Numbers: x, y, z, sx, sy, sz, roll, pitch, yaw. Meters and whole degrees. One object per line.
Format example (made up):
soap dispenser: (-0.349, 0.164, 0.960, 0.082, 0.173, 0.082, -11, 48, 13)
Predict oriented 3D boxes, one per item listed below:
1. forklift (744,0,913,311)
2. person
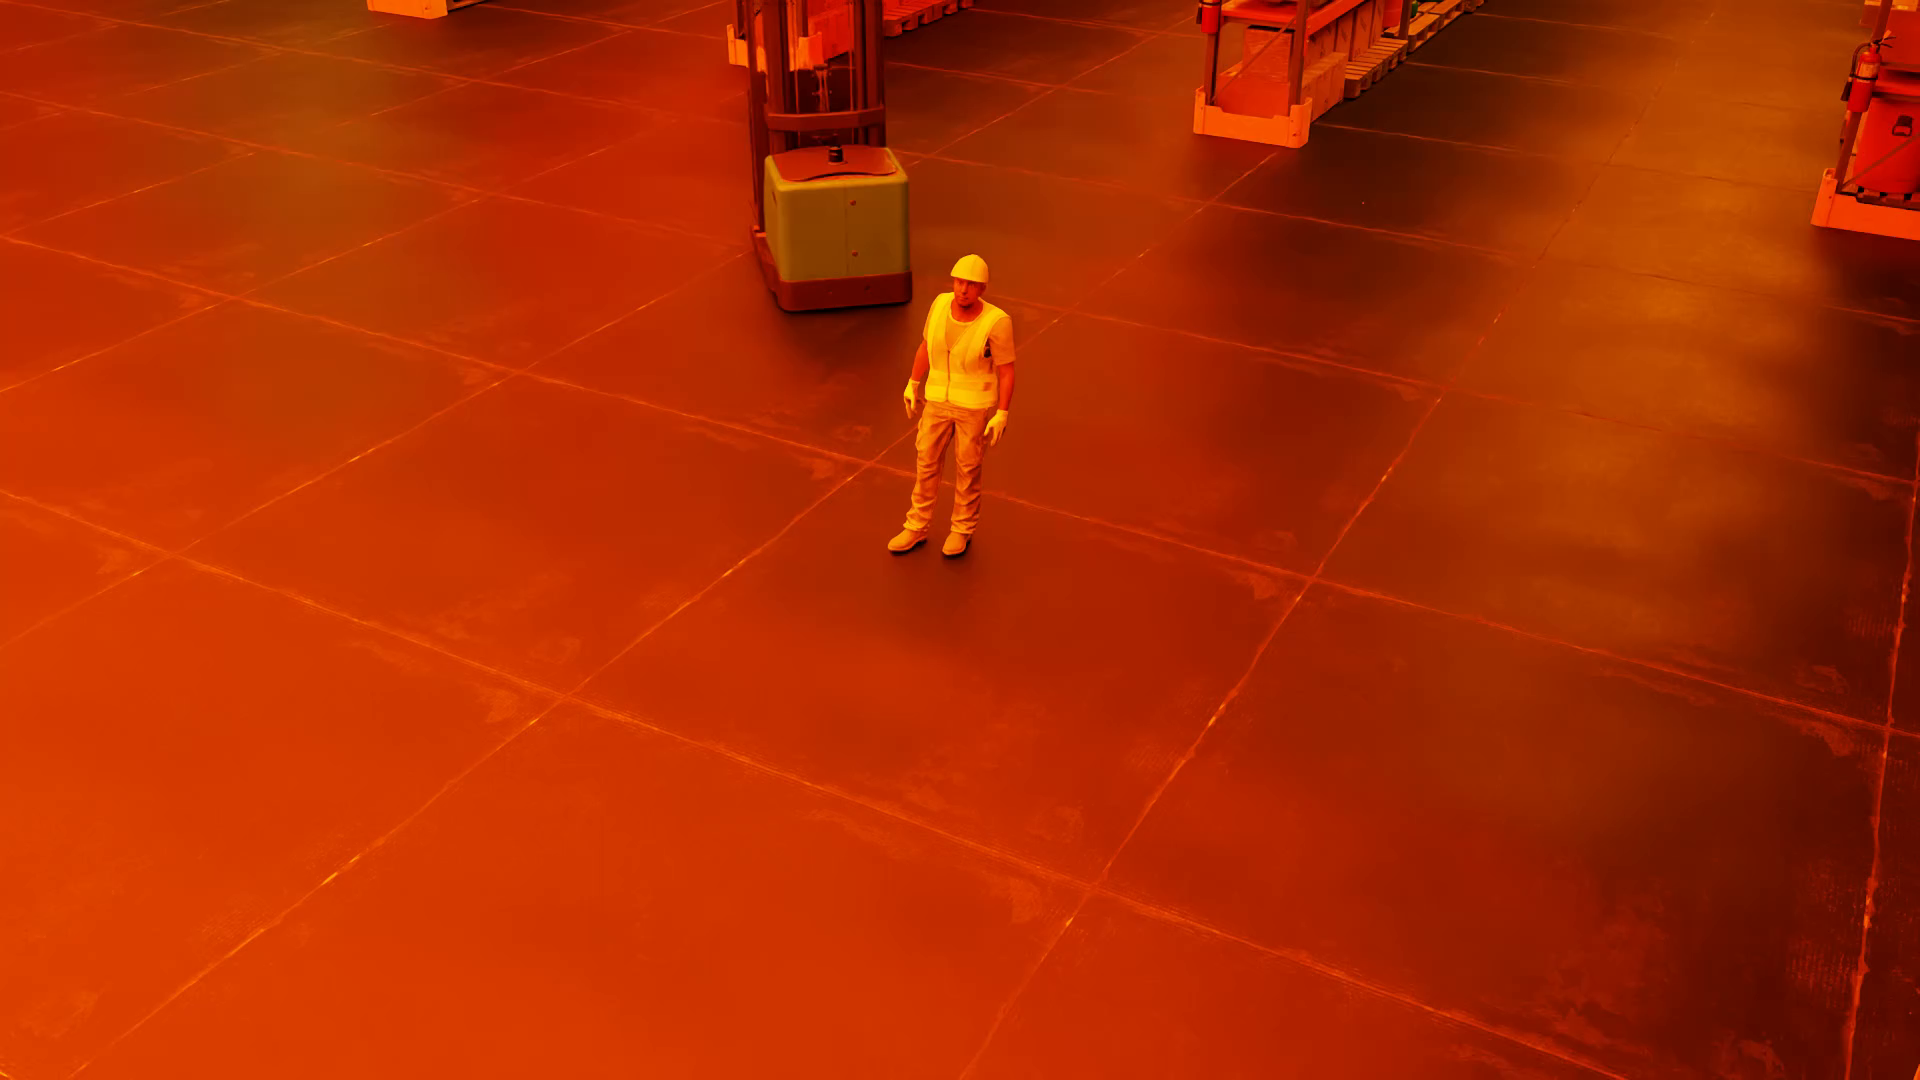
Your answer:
forklift: (-1.205, -3.774, 13.610, 1.130, 2.935, 3.031, -7, 31, -11)
person: (-0.042, -0.750, 9.503, 0.656, 1.782, 0.577, 15, 33, 25)
